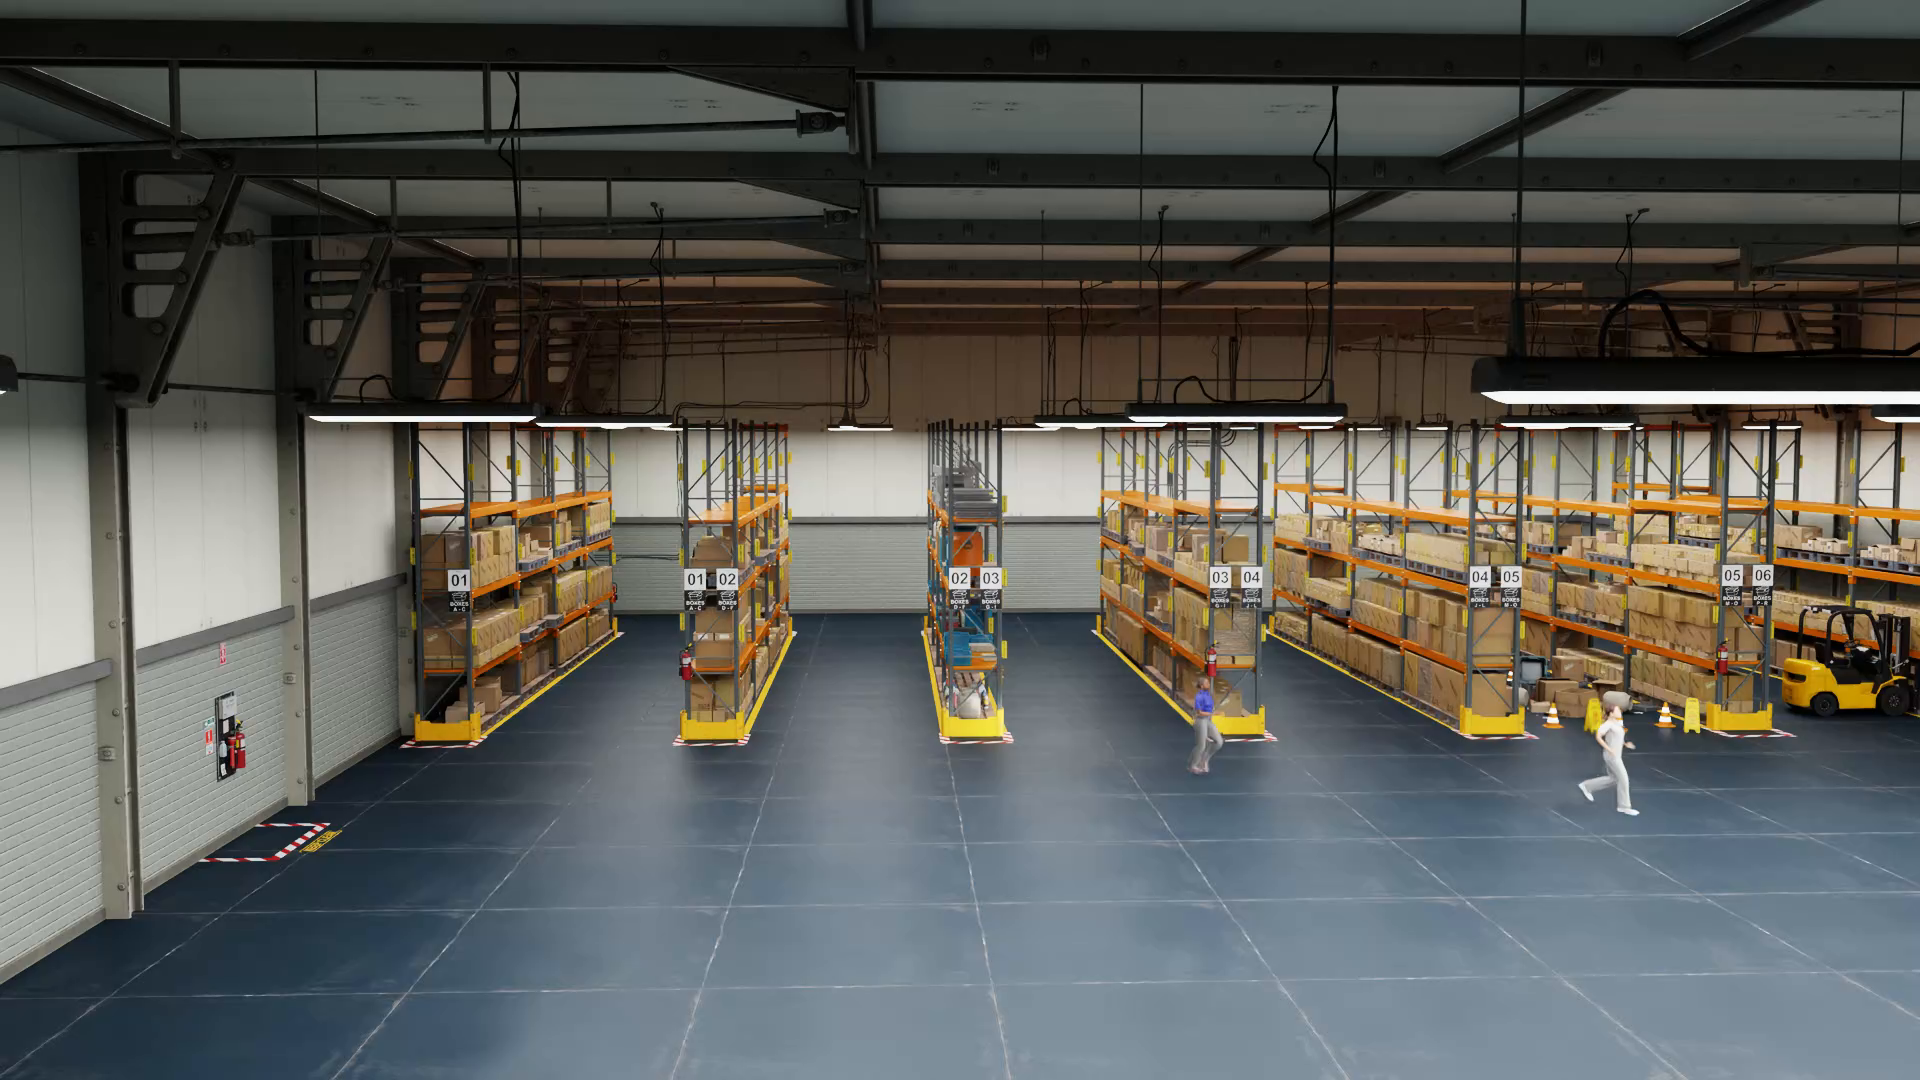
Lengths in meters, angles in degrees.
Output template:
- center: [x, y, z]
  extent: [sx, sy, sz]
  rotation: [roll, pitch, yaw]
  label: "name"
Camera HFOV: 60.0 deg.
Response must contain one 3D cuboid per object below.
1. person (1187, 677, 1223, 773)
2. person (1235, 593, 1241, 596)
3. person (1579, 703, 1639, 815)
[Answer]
- center: [4.135, 3.107, 27.932]
  extent: [0.649, 1.628, 0.549]
  rotation: [3, 4, 34]
  label: "person"
- center: [7.661, 1.849, 47.275]
  extent: [0.770, 1.725, 0.562]
  rotation: [2, 4, 33]
  label: "person"
- center: [9.822, 3.291, 25.151]
  extent: [0.879, 1.669, 0.567]
  rotation: [2, 4, 31]
  label: "person"
